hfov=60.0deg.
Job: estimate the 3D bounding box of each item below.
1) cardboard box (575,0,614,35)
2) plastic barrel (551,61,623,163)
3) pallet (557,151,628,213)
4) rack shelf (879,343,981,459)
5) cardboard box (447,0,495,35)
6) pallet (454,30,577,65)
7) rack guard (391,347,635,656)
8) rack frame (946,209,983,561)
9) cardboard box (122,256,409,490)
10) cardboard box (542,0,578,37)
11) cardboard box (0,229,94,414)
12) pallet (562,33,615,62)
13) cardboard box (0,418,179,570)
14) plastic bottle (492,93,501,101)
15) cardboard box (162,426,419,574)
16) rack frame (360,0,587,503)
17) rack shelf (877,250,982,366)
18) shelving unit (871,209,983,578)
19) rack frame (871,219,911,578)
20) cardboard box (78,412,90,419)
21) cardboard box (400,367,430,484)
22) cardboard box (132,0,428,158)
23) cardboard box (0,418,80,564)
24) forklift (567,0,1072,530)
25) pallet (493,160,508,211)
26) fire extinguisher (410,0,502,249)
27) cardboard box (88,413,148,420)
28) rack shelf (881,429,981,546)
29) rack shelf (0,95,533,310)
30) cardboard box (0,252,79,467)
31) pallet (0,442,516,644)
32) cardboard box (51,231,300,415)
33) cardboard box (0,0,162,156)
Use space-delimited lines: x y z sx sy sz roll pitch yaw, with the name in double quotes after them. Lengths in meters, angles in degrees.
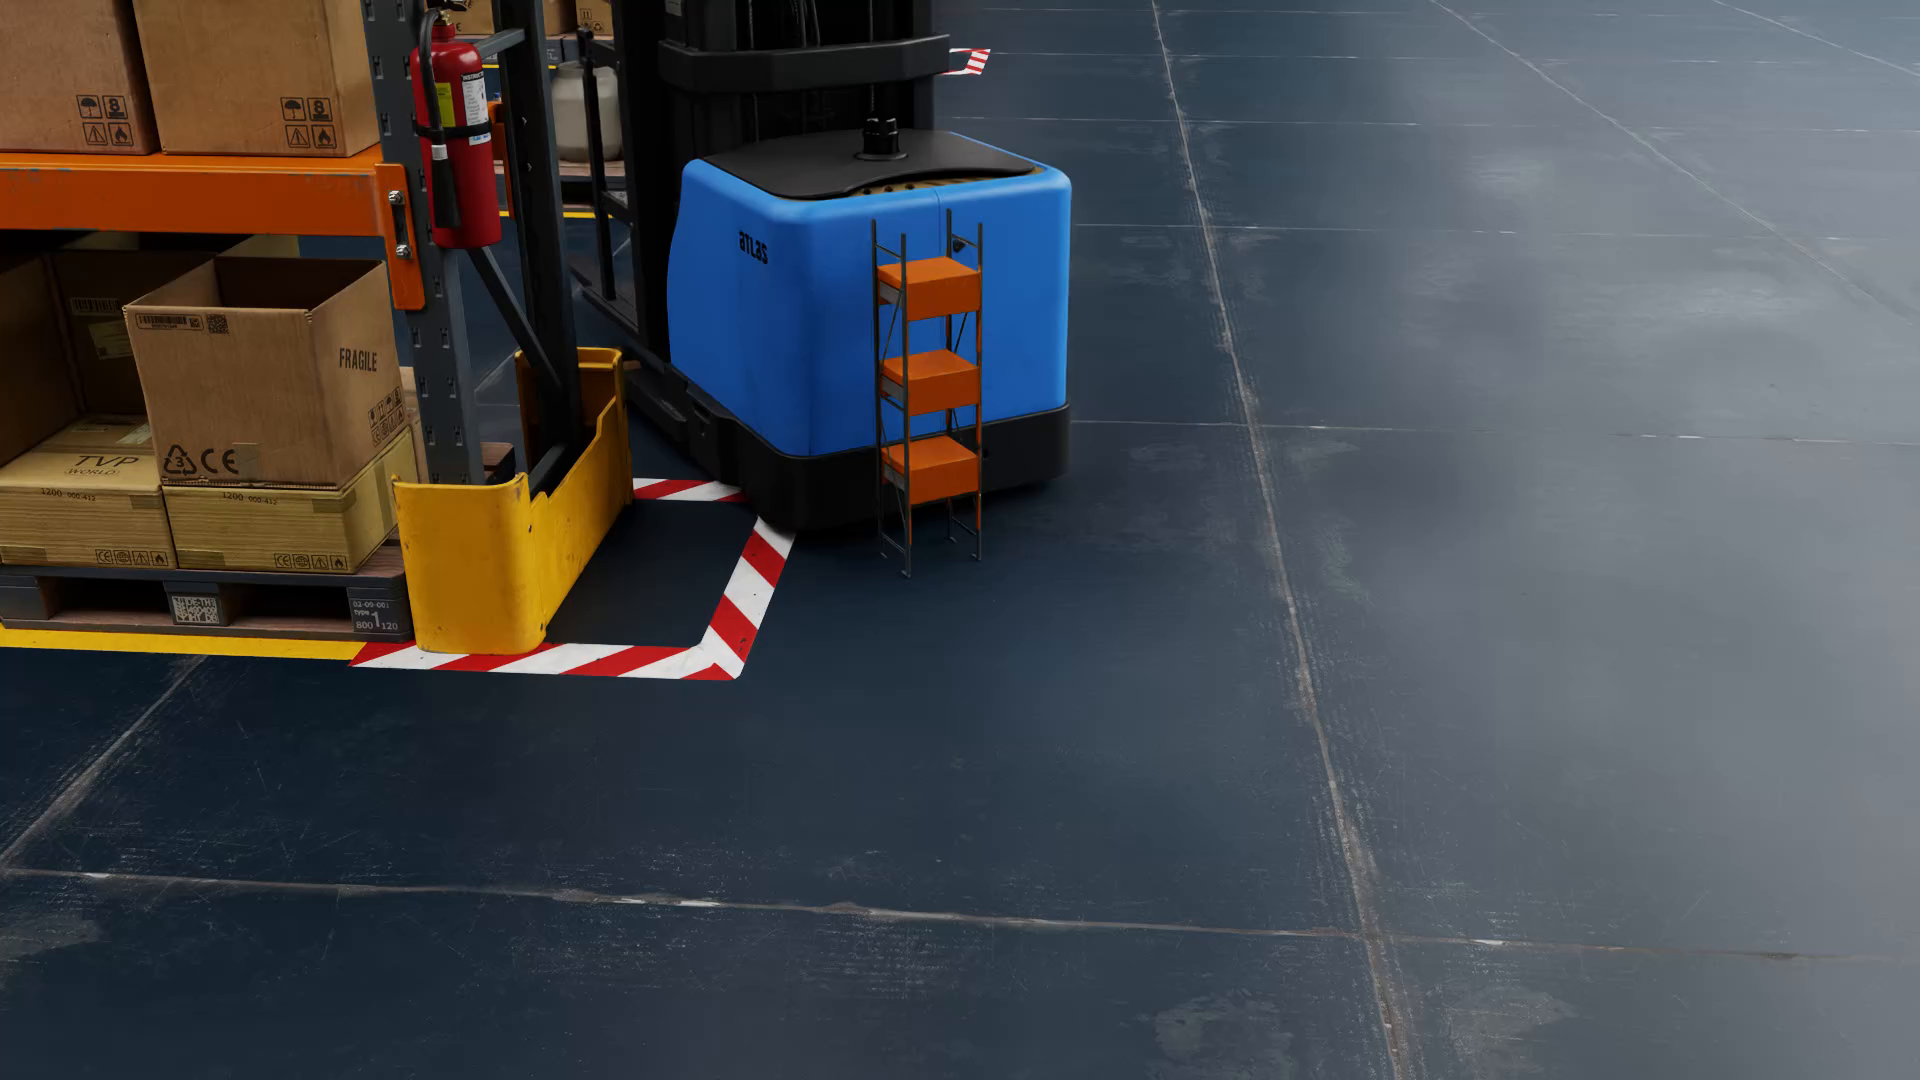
-2.958 -4.573 14.088 0.500 0.500 0.500 0 25 -1 "cardboard box"
-2.103 -2.423 9.402 0.421 0.512 0.421 0 25 0 "plastic barrel"
-1.830 -2.102 9.565 1.213 0.211 1.003 2 25 4 "pallet"
-0.094 -0.414 4.920 0.240 0.259 0.215 -13 28 -26 "rack shelf"
-4.155 -4.576 14.093 0.500 0.500 0.500 1 25 2 "cardboard box"
-3.878 -4.276 14.291 1.213 0.211 1.003 2 25 4 "pallet"
-1.300 -0.157 4.993 0.348 0.500 1.175 2 25 4 "rack guard"
0.012 -0.449 4.970 0.008 1.050 0.200 -13 28 -26 "rack frame"
-1.882 -0.469 4.570 0.500 0.500 0.500 2 25 4 "cardboard box"
-3.583 -4.560 14.060 0.500 0.500 0.500 10 27 21 "cardboard box"
-2.840 -0.711 5.097 0.500 0.500 0.500 2 25 4 "cardboard box"
-2.659 -4.238 14.208 1.213 0.211 1.003 2 25 4 "pallet"
-2.381 -0.140 4.752 0.500 0.250 0.500 2 25 4 "cardboard box"
-2.725 -2.506 9.845 0.097 0.271 0.097 0 25 0 "plastic bottle"
-1.882 -0.129 4.728 0.500 0.250 0.500 2 25 4 "cardboard box"
-1.324 -1.293 4.472 0.127 3.000 1.000 2 25 4 "rack frame"
-0.094 -0.672 4.801 0.240 0.259 0.215 -13 28 -26 "rack shelf"
-0.094 -0.424 4.916 0.252 1.050 0.215 -13 28 -26 "shelving unit"
-0.201 -0.399 4.862 0.008 1.050 0.200 -13 28 -26 "rack frame"
-2.839 -0.375 5.264 0.500 0.250 0.500 2 25 4 "cardboard box"
-1.842 -0.345 5.198 0.500 0.250 0.500 2 25 4 "cardboard box"
-1.789 -1.359 4.495 0.500 0.500 0.700 2 25 4 "cardboard box"
-2.880 -0.155 4.786 0.500 0.250 0.500 2 25 4 "cardboard box"
-0.791 -1.939 5.958 1.130 2.935 3.031 -13 28 -26 "forklift"
-3.044 -2.142 9.652 1.213 0.211 1.003 2 25 4 "pallet"
-1.242 -1.061 4.059 0.183 0.674 0.296 2 25 4 "fire extinguisher"
-2.341 -0.359 5.229 0.500 0.250 0.500 2 25 4 "cardboard box"
-0.094 -0.162 5.036 0.240 0.259 0.215 -13 28 -26 "rack shelf"
-3.319 -1.030 4.761 4.000 0.370 1.077 2 25 4 "rack shelf"
-2.880 -0.494 4.626 0.500 0.500 0.500 2 25 4 "cardboard box"
-2.090 -0.033 5.070 1.213 0.211 1.003 2 25 4 "pallet"
-2.341 -0.701 5.074 0.500 0.500 0.500 2 25 4 "cardboard box"
-2.313 -1.374 4.527 0.500 0.500 0.700 2 25 5 "cardboard box"
